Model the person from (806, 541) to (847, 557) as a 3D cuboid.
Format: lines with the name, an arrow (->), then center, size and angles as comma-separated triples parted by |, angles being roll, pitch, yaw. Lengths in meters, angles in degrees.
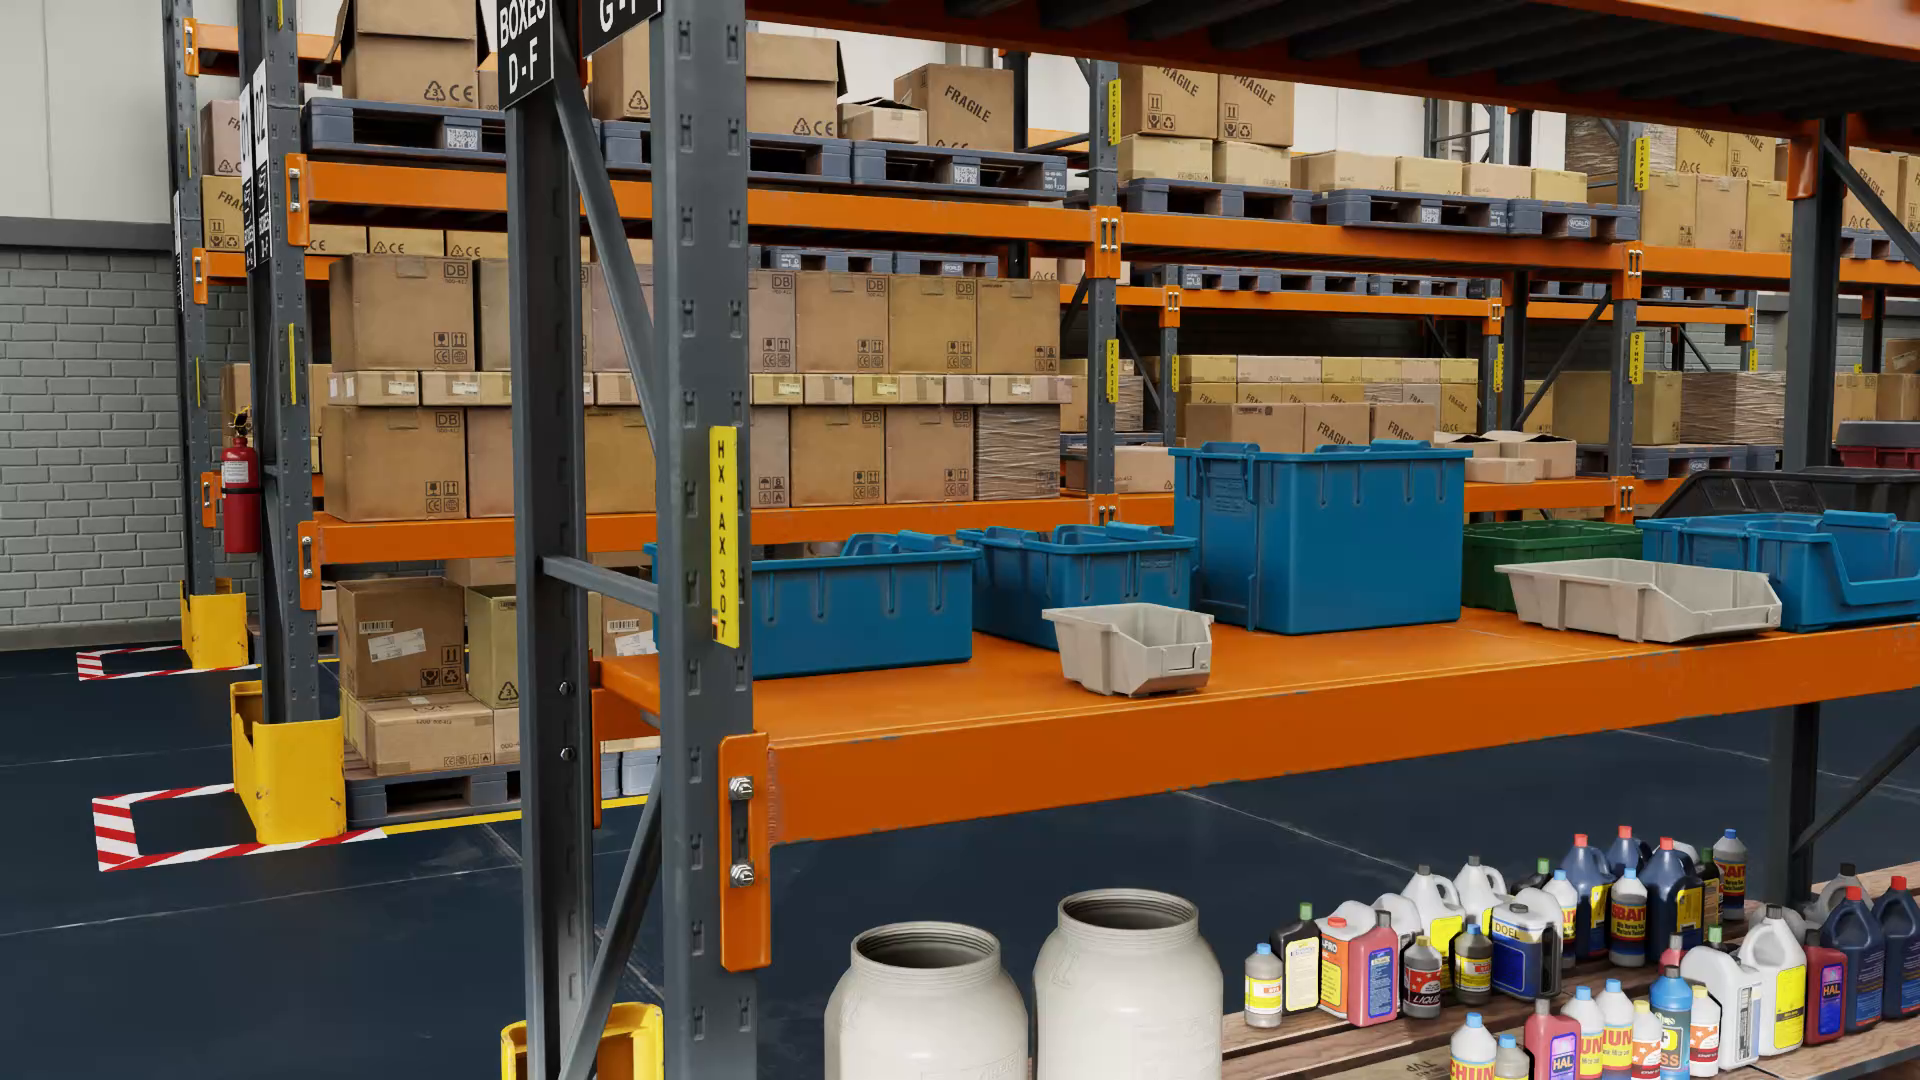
person -> -0.826, -0.063, 11.886 | 0.606, 1.758, 0.449 | -3, 6, -31
